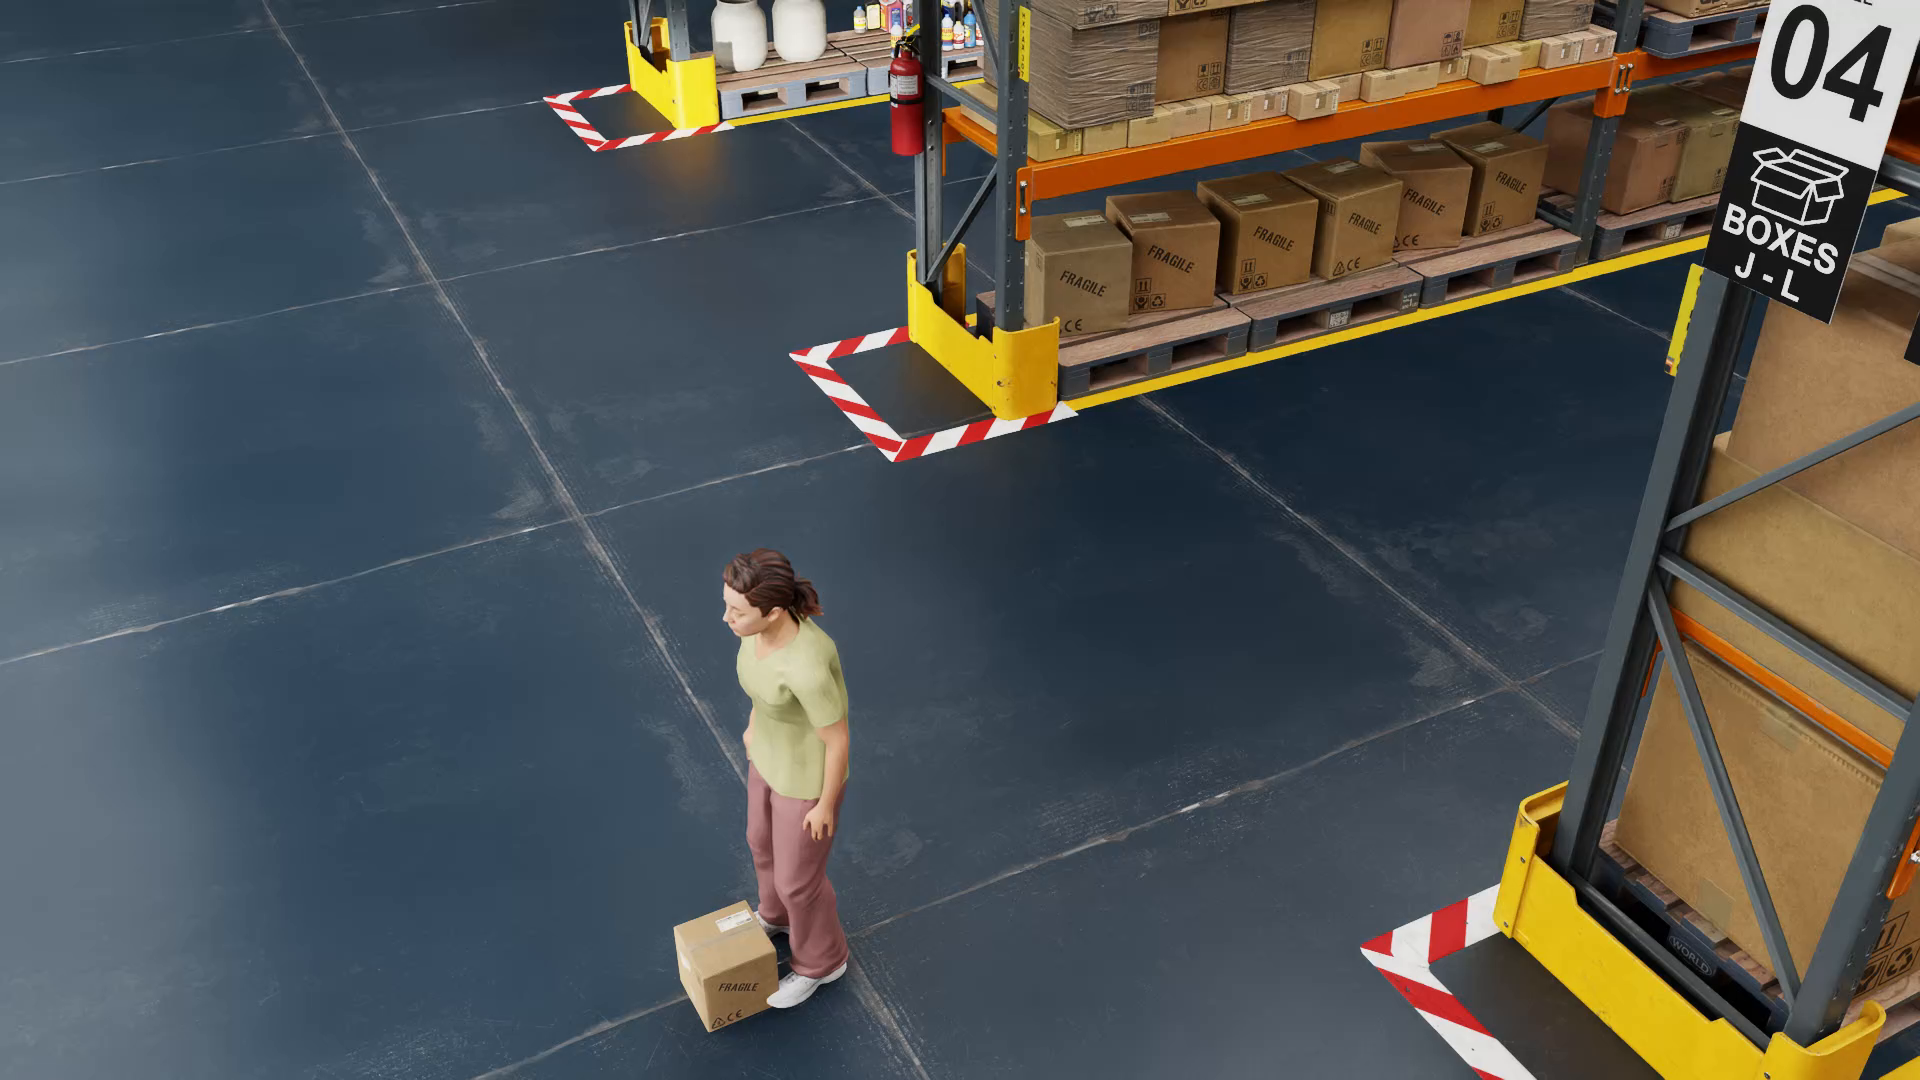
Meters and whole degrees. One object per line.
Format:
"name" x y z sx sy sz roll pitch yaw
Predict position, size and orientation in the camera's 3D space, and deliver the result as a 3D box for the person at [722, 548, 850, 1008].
"person" -0.528 0.708 5.059 0.362 1.671 0.517 -18 37 -26
